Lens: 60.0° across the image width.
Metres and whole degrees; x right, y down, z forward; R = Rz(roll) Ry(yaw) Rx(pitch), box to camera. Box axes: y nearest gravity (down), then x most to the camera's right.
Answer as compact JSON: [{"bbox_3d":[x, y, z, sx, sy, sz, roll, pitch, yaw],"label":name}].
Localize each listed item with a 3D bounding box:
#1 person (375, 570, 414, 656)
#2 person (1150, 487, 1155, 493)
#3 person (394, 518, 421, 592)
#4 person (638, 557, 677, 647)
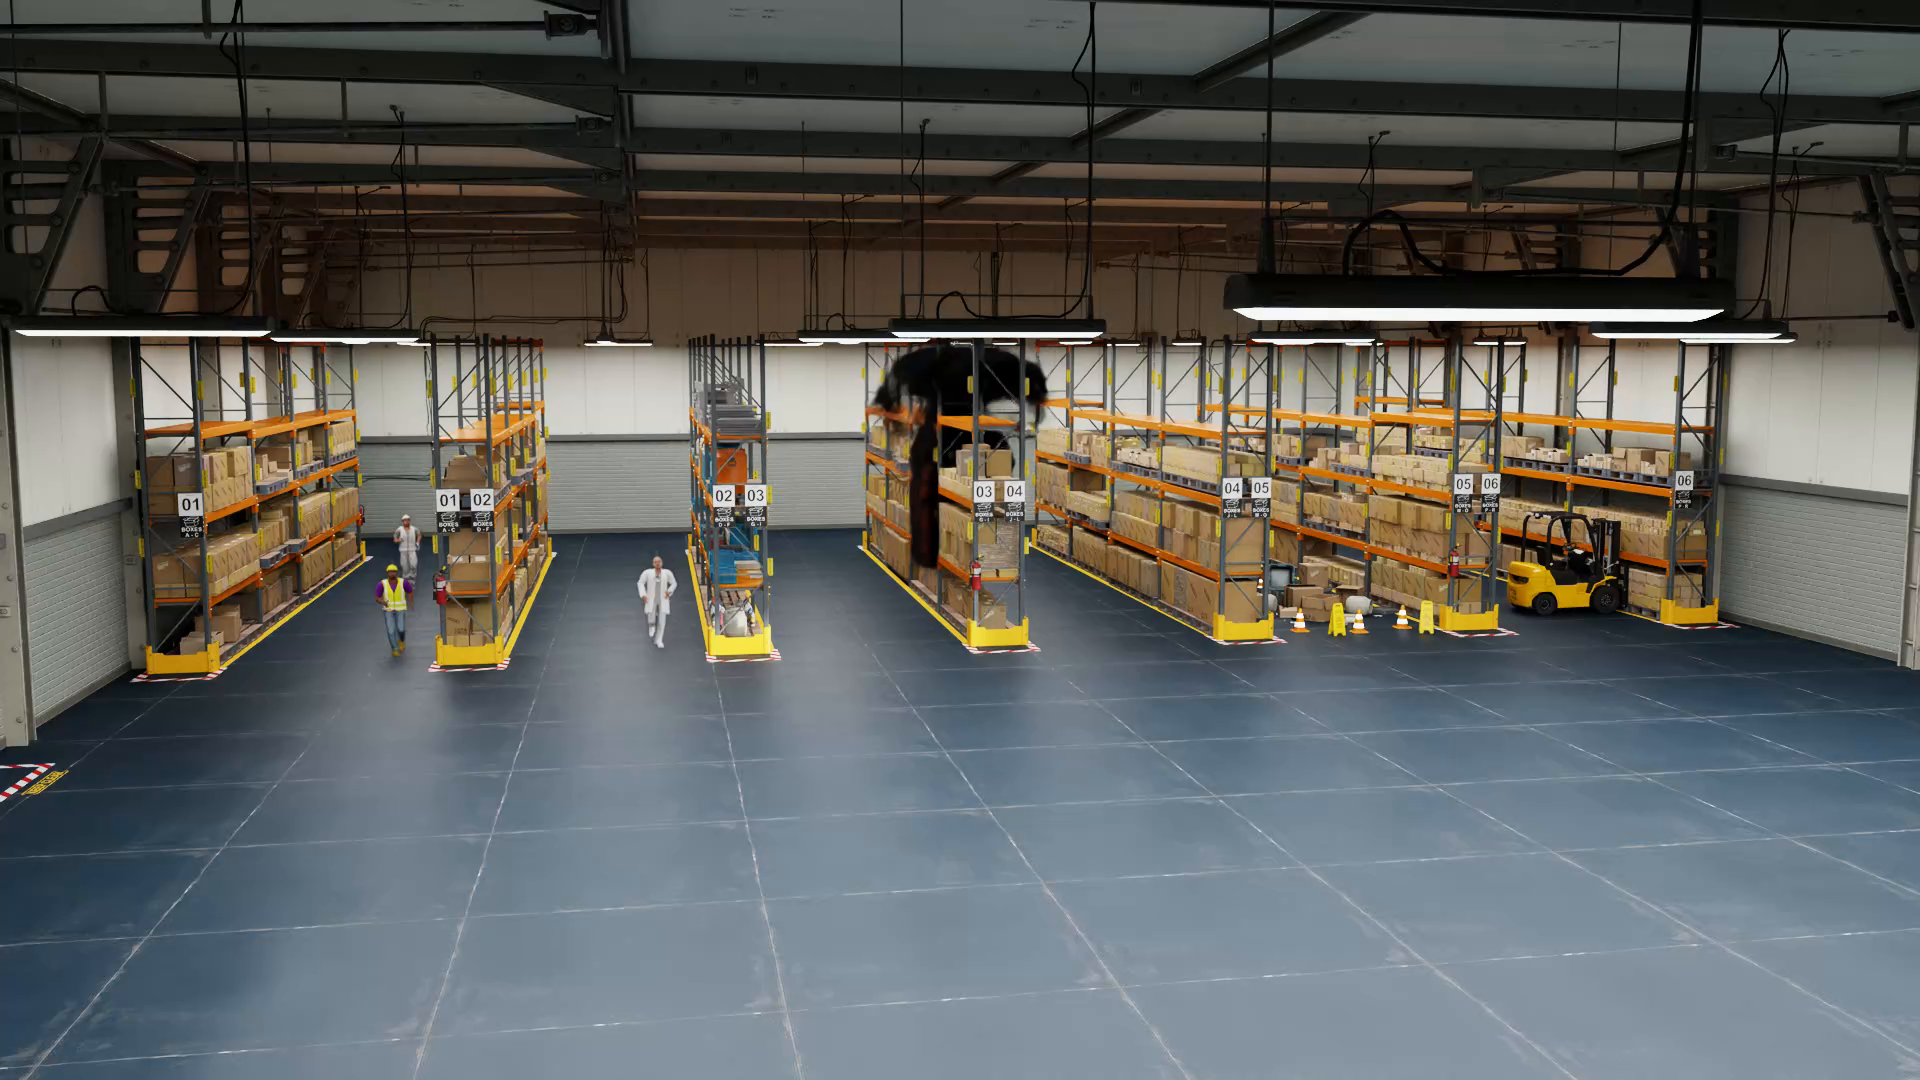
[{"bbox_3d":[-10.533,1.336,30.994,0.692,1.686,0.582,-2,7,-19],"label":"person"},{"bbox_3d":[5.757,-0.909,50.519,0.955,1.667,0.567,-3,7,-23],"label":"person"},{"bbox_3d":[-13.105,0.337,39.497,0.632,1.777,0.705,-2,7,-20],"label":"person"},{"bbox_3d":[-5.858,1.196,32.223,0.752,1.710,0.631,-1,7,-10],"label":"person"}]
